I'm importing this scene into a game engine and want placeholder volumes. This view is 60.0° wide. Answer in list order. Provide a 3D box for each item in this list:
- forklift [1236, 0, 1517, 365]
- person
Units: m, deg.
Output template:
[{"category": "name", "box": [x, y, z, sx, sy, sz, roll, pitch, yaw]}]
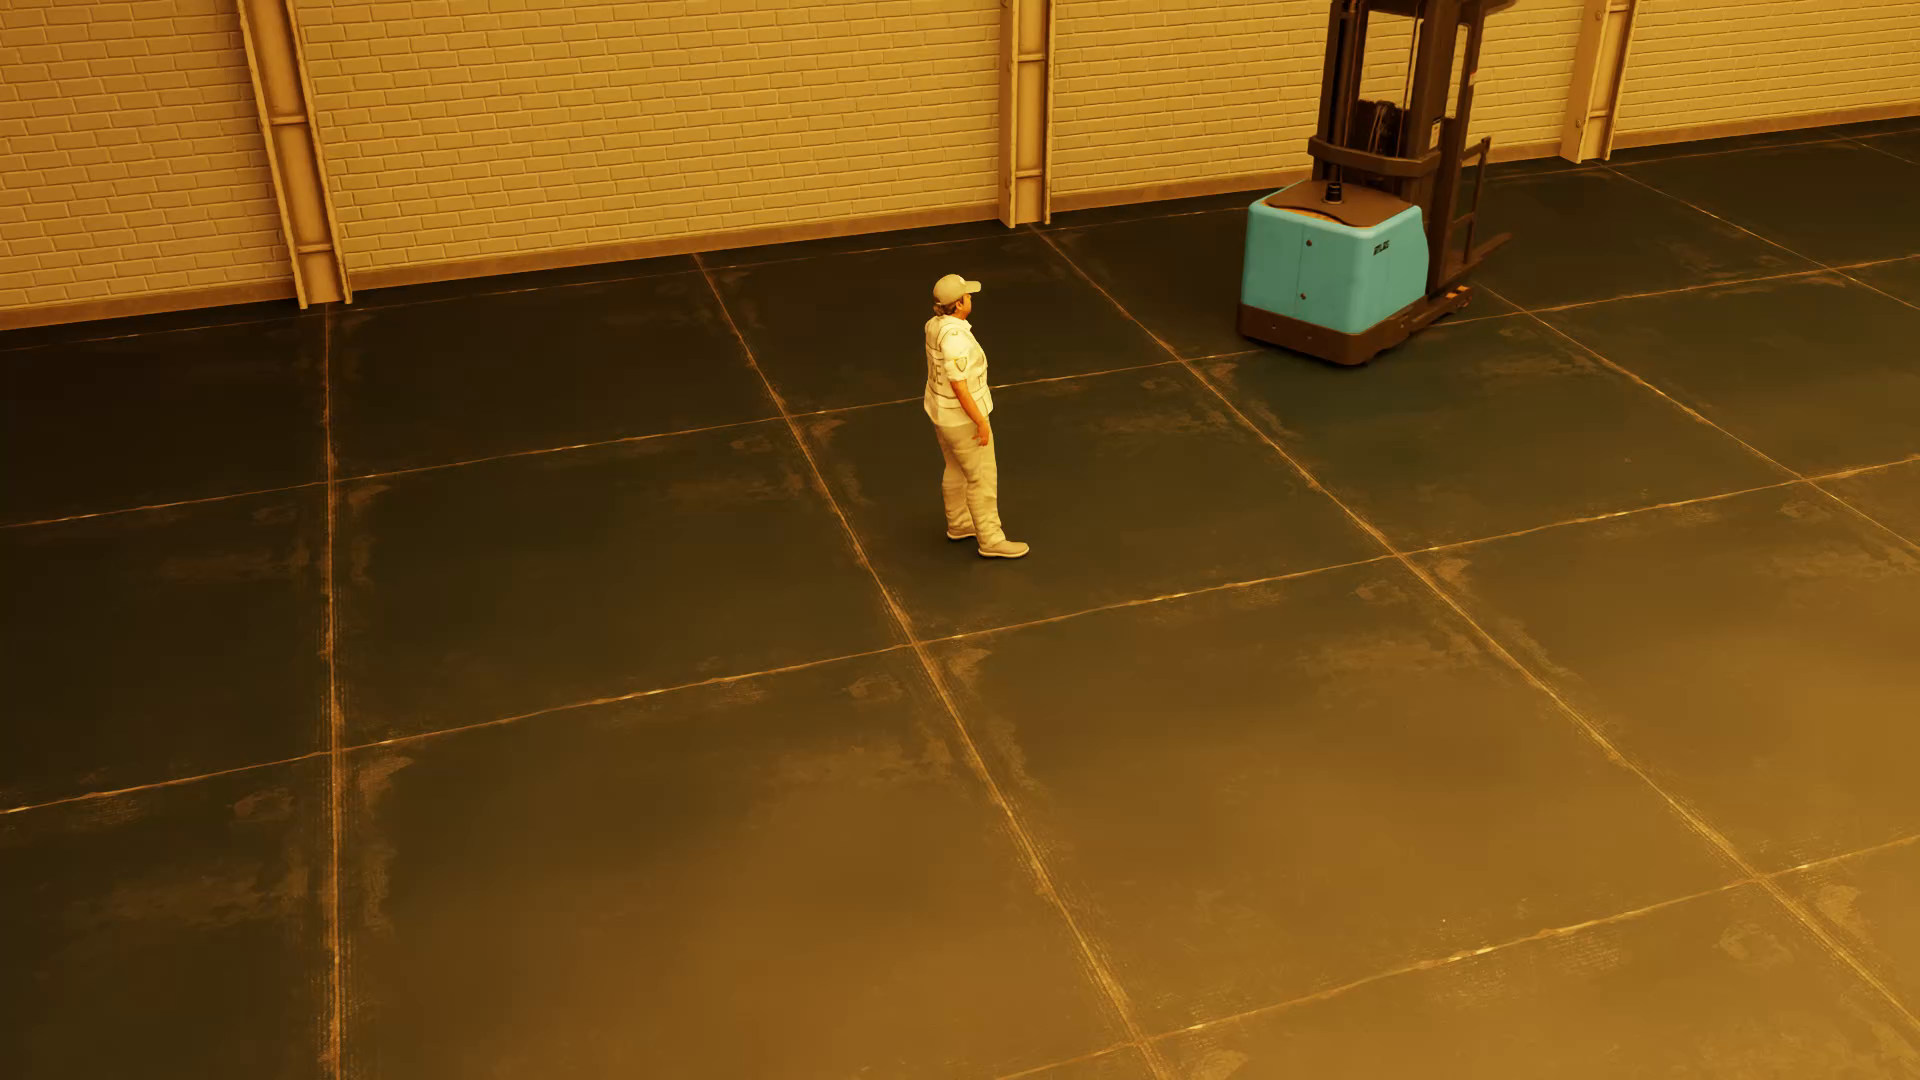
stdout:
[{"category": "forklift", "box": [3.440, -3.200, 12.649, 1.130, 2.935, 3.031, 23, 37, 34]}, {"category": "person", "box": [0.080, -0.730, 9.609, 0.529, 1.670, 0.598, -10, 31, -16]}]
